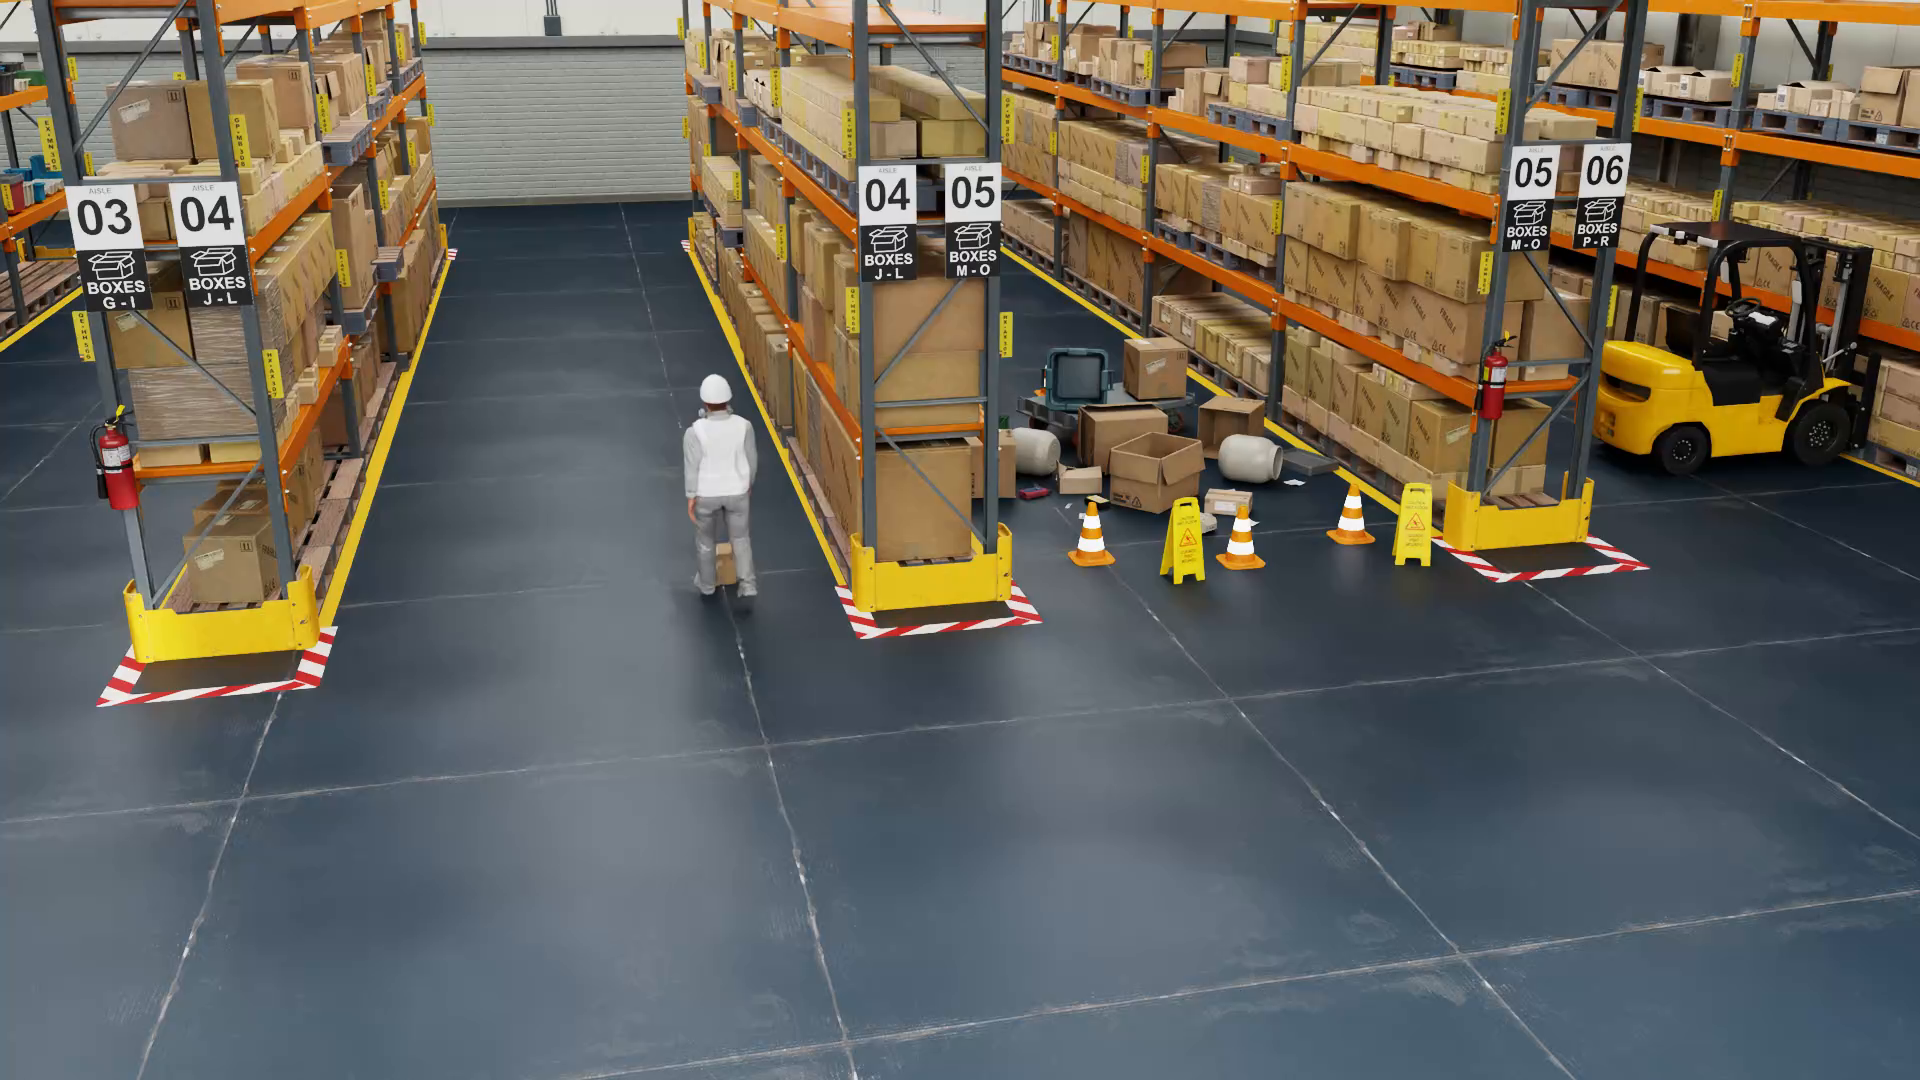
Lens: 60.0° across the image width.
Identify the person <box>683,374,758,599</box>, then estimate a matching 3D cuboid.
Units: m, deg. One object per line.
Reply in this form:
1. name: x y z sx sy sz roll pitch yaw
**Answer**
1. person: -1.748 -0.378 12.127 0.547 1.749 0.839 -6 20 -18
